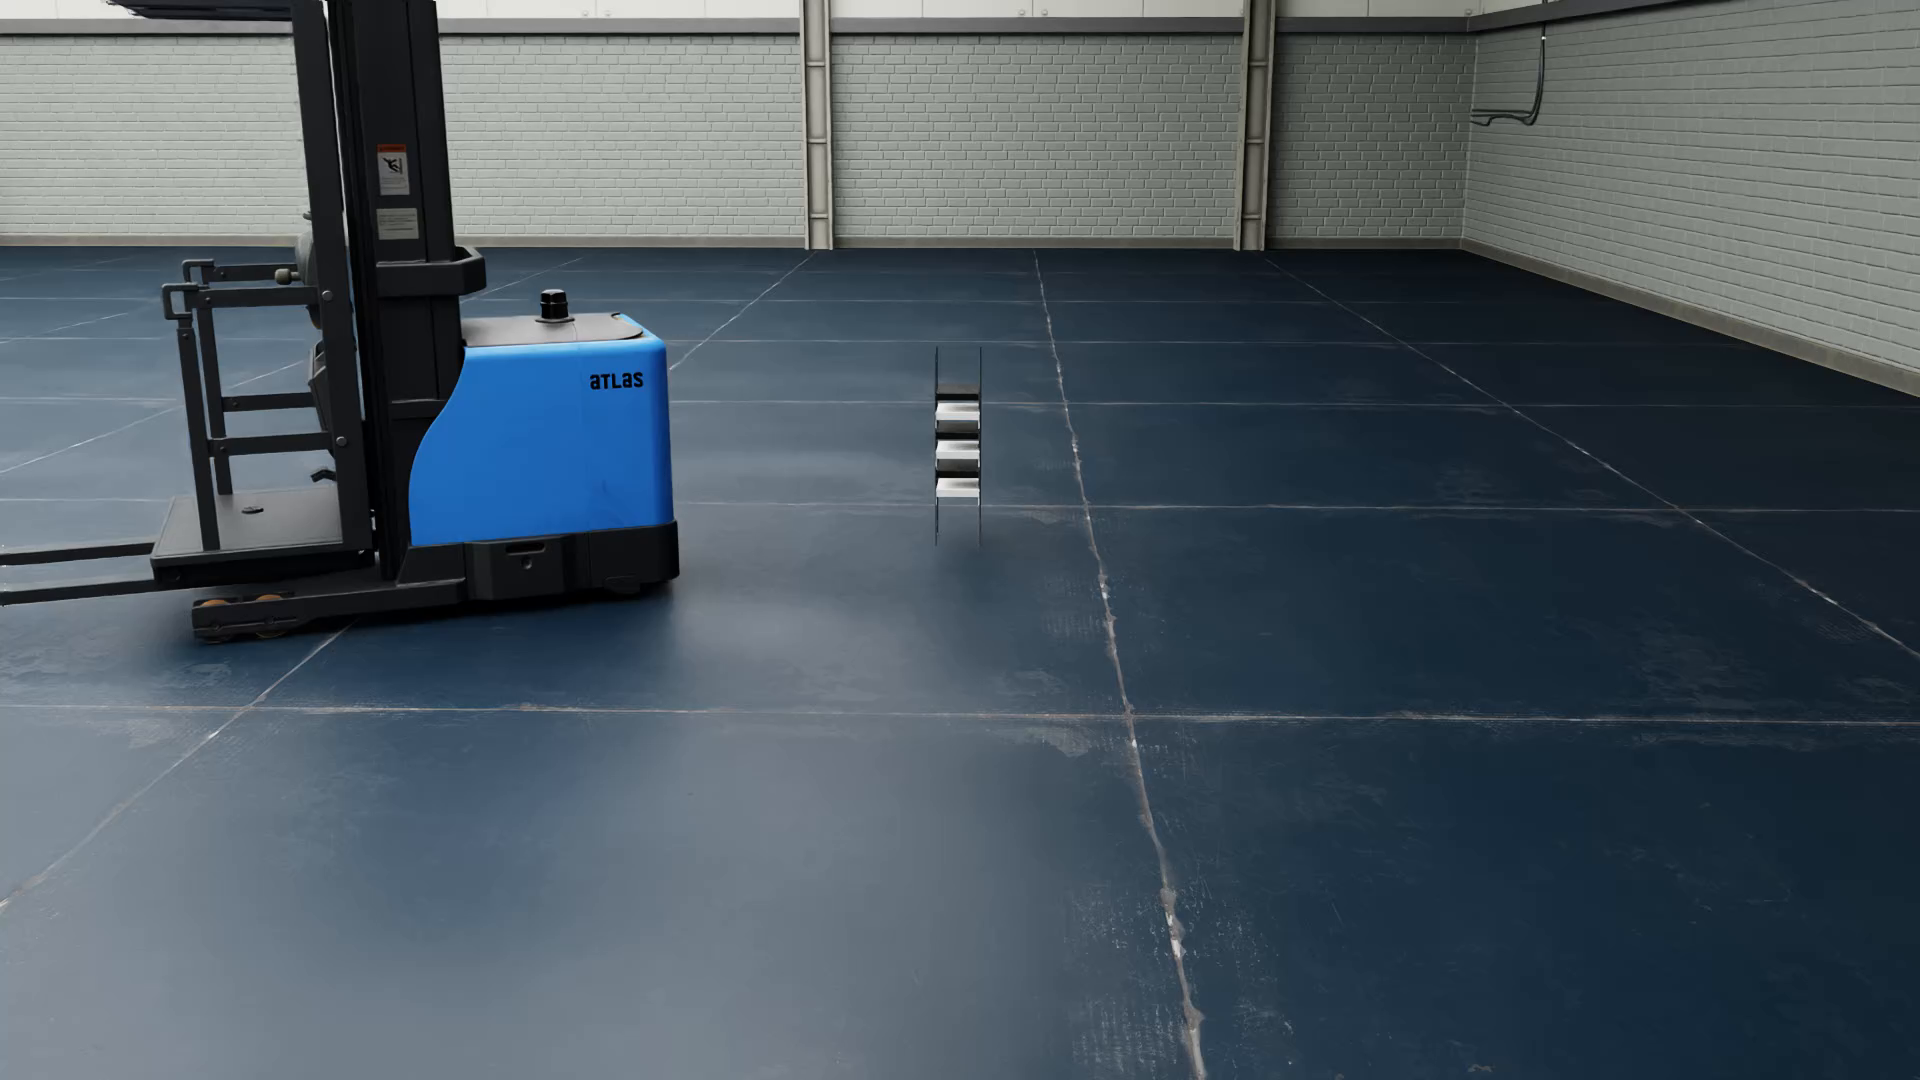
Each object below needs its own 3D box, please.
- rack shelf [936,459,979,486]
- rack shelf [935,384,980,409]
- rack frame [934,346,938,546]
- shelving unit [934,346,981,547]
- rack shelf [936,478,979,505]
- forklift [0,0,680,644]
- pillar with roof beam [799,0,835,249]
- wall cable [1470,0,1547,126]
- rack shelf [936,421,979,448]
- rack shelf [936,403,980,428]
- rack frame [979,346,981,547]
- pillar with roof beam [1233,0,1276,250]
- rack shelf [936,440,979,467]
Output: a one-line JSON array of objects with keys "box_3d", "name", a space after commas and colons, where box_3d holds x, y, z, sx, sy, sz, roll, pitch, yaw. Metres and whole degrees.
[{"box_3d": [-0.008, -0.316, 7.757, 0.200, 0.077, 0.258, 0, 15, 1], "name": "rack shelf"}, {"box_3d": [-0.008, -0.664, 7.665, 0.200, 0.077, 0.258, 0, 15, 1], "name": "rack shelf"}, {"box_3d": [-0.110, -0.436, 7.728, 0.006, 0.900, 0.240, 0, 15, 1], "name": "rack frame"}, {"box_3d": [-0.008, -0.435, 7.725, 0.210, 0.900, 0.258, 0, 15, 1], "name": "shelving unit"}, {"box_3d": [-0.008, -0.229, 7.780, 0.200, 0.077, 0.258, 0, 15, 1], "name": "rack shelf"}, {"box_3d": [-2.753, -1.174, 6.543, 3.031, 2.935, 1.130, -5, 16, -20], "name": "forklift"}, {"box_3d": [-2.074, -7.352, 18.067, 0.400, 9.000, 9.100, 0, 15, 1], "name": "pillar with roof beam"}, {"box_3d": [6.945, -6.553, 21.125, 0.112, 2.526, 3.097, 0, 15, 1], "name": "wall cable"}, {"box_3d": [-0.008, -0.490, 7.711, 0.200, 0.077, 0.258, 0, 15, 1], "name": "rack shelf"}, {"box_3d": [-0.008, -0.577, 7.688, 0.200, 0.077, 0.258, 0, 15, 1], "name": "rack shelf"}, {"box_3d": [0.094, -0.435, 7.723, 0.006, 0.900, 0.240, 0, 15, 1], "name": "rack frame"}, {"box_3d": [3.924, -7.313, 17.918, 0.400, 9.000, 9.100, 0, 15, 1], "name": "pillar with roof beam"}, {"box_3d": [-0.008, -0.403, 7.734, 0.200, 0.077, 0.258, 0, 15, 1], "name": "rack shelf"}]
